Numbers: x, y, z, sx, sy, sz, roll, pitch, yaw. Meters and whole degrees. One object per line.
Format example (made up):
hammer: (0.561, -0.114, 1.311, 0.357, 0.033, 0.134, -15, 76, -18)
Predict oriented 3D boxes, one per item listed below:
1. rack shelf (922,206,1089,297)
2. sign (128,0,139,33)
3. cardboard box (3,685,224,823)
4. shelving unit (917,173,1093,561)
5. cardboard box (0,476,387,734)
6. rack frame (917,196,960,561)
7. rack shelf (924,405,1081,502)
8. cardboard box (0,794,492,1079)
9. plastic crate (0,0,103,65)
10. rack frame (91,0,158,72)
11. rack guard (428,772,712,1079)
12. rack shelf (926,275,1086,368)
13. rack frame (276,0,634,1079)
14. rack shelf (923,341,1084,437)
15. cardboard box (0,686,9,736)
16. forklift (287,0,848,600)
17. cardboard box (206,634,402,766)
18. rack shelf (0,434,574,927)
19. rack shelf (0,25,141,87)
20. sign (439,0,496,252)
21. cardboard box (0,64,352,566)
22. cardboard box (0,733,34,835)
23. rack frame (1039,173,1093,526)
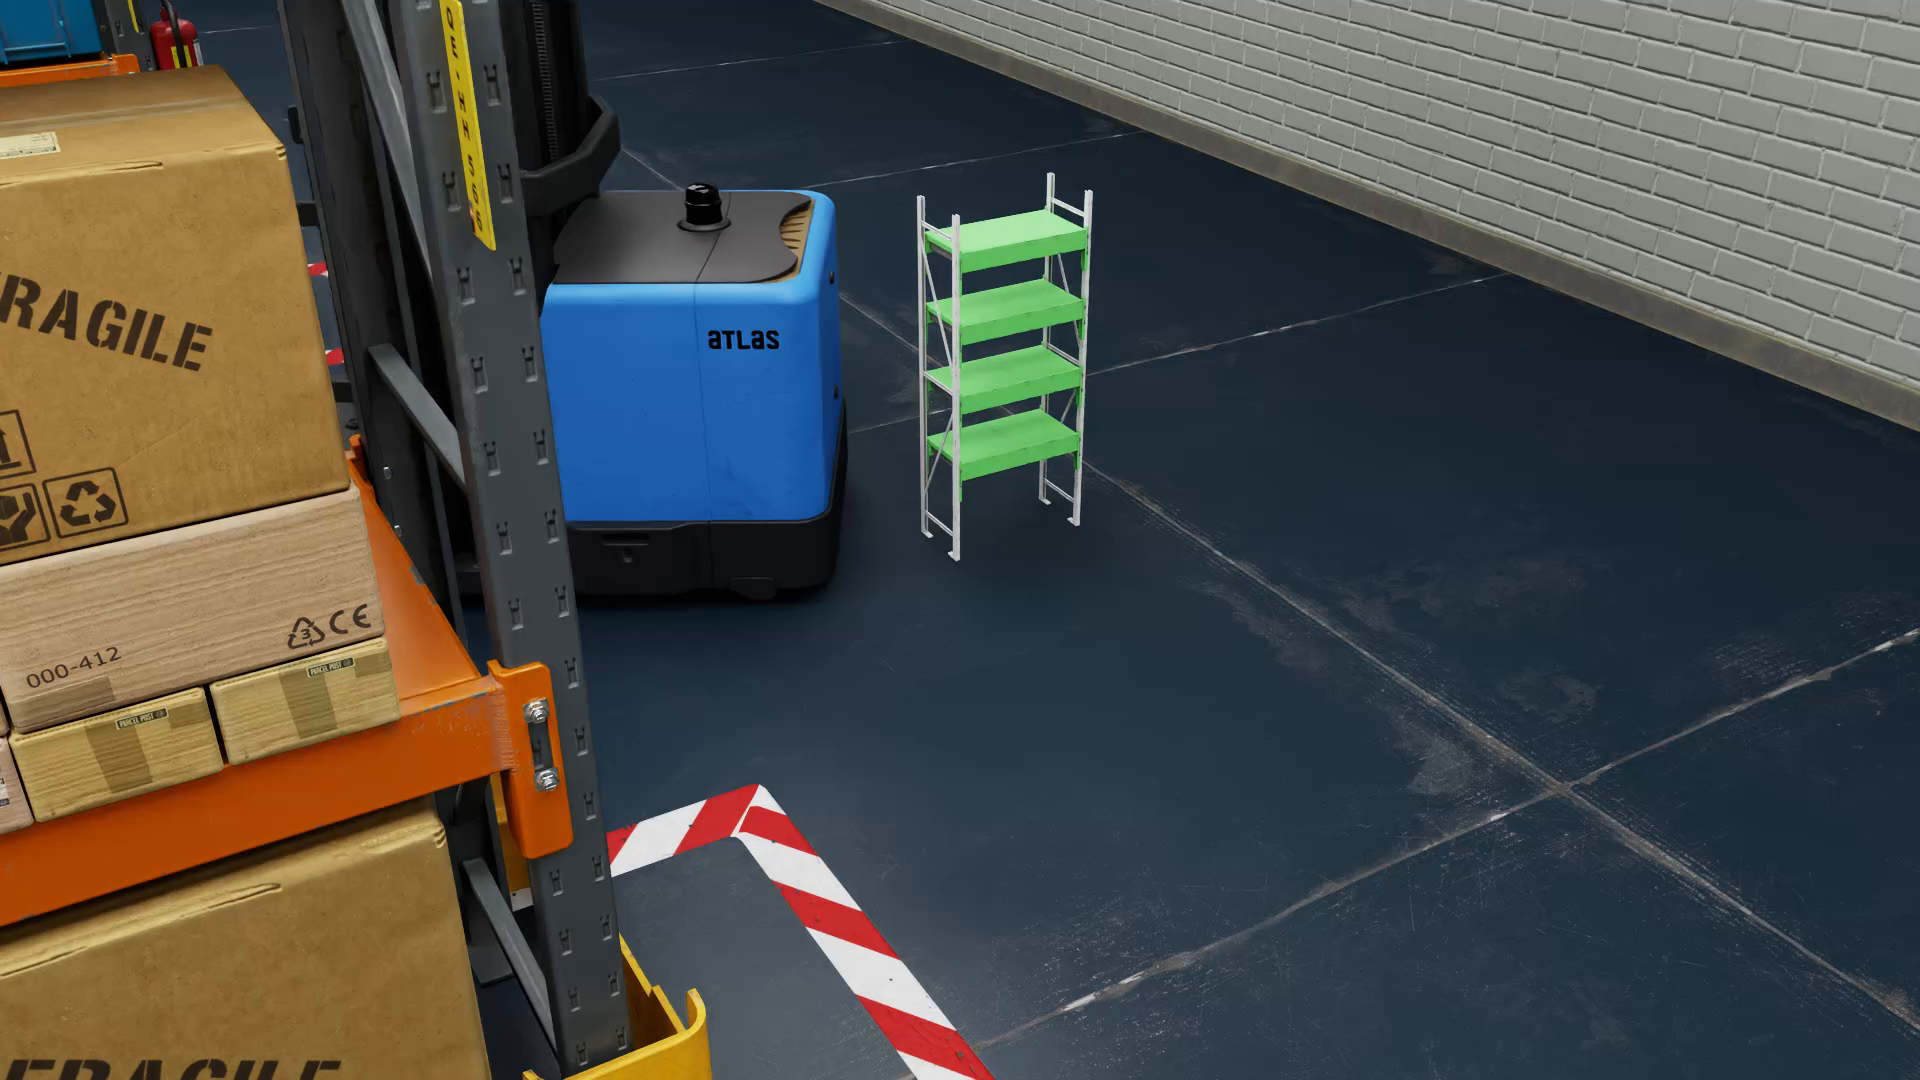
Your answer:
rack shelf: (0.143, -0.930, 5.332, 0.480, 0.148, 0.258, -16, 33, -26)
sign: (-3.132, -2.080, 6.246, 0.005, 0.325, 0.100, -16, 33, -26)
cardboard box: (-1.279, 0.228, 2.492, 0.250, 0.149, 0.380, -15, 32, -26)
shelving unit: (0.143, -0.566, 5.534, 0.503, 1.200, 0.258, -16, 33, -26)
cardboard box: (-1.199, -0.006, 2.504, 0.500, 0.250, 0.500, -16, 33, -27)
rack frame: (-0.068, -0.506, 5.425, 0.015, 1.200, 0.240, -16, 33, -26)
rack shelf: (0.143, -0.300, 5.680, 0.480, 0.148, 0.258, -16, 33, -26)
cardboard box: (-1.427, 0.766, 3.022, 0.875, 0.875, 0.875, -16, 33, -26)
plastic crate: (-3.619, -2.116, 6.381, 0.499, 0.435, 0.616, -16, 33, -26)
rack frame: (-3.425, -2.234, 6.693, 0.127, 3.000, 1.000, -16, 33, -26)
rack guard: (-0.895, 0.918, 3.569, 0.348, 0.500, 1.175, -16, 33, -26)
rack shelf: (0.143, -0.720, 5.448, 0.480, 0.148, 0.258, -16, 33, -26)
rack frame: (-0.916, -0.171, 2.955, 0.127, 3.000, 1.000, -16, 33, -26)
rack shelf: (0.143, -0.510, 5.564, 0.480, 0.148, 0.258, -16, 33, -26)
cardboard box: (-1.637, 0.118, 2.279, 0.500, 0.250, 0.500, -16, 33, -27)
forklift: (-1.926, -1.314, 5.097, 3.031, 2.935, 1.130, 0, 29, 0)
cardboard box: (-1.056, 0.164, 2.609, 0.250, 0.149, 0.380, -15, 32, -25)
rack shelf: (-2.640, 0.634, 2.241, 4.000, 0.370, 1.077, -16, 33, -26)
rack shelf: (-5.149, -1.429, 5.980, 4.000, 0.370, 1.077, -16, 33, -26)
sign: (-0.653, -0.552, 2.202, 0.005, 0.325, 0.100, -16, 33, -26)
cardboard box: (-1.203, -0.335, 2.323, 0.500, 0.500, 0.500, -15, 32, -26)
cardboard box: (-1.497, 0.289, 2.381, 0.250, 0.149, 0.380, -16, 33, -26)
rack frame: (0.353, -0.626, 5.642, 0.015, 1.200, 0.240, -16, 33, -26)
